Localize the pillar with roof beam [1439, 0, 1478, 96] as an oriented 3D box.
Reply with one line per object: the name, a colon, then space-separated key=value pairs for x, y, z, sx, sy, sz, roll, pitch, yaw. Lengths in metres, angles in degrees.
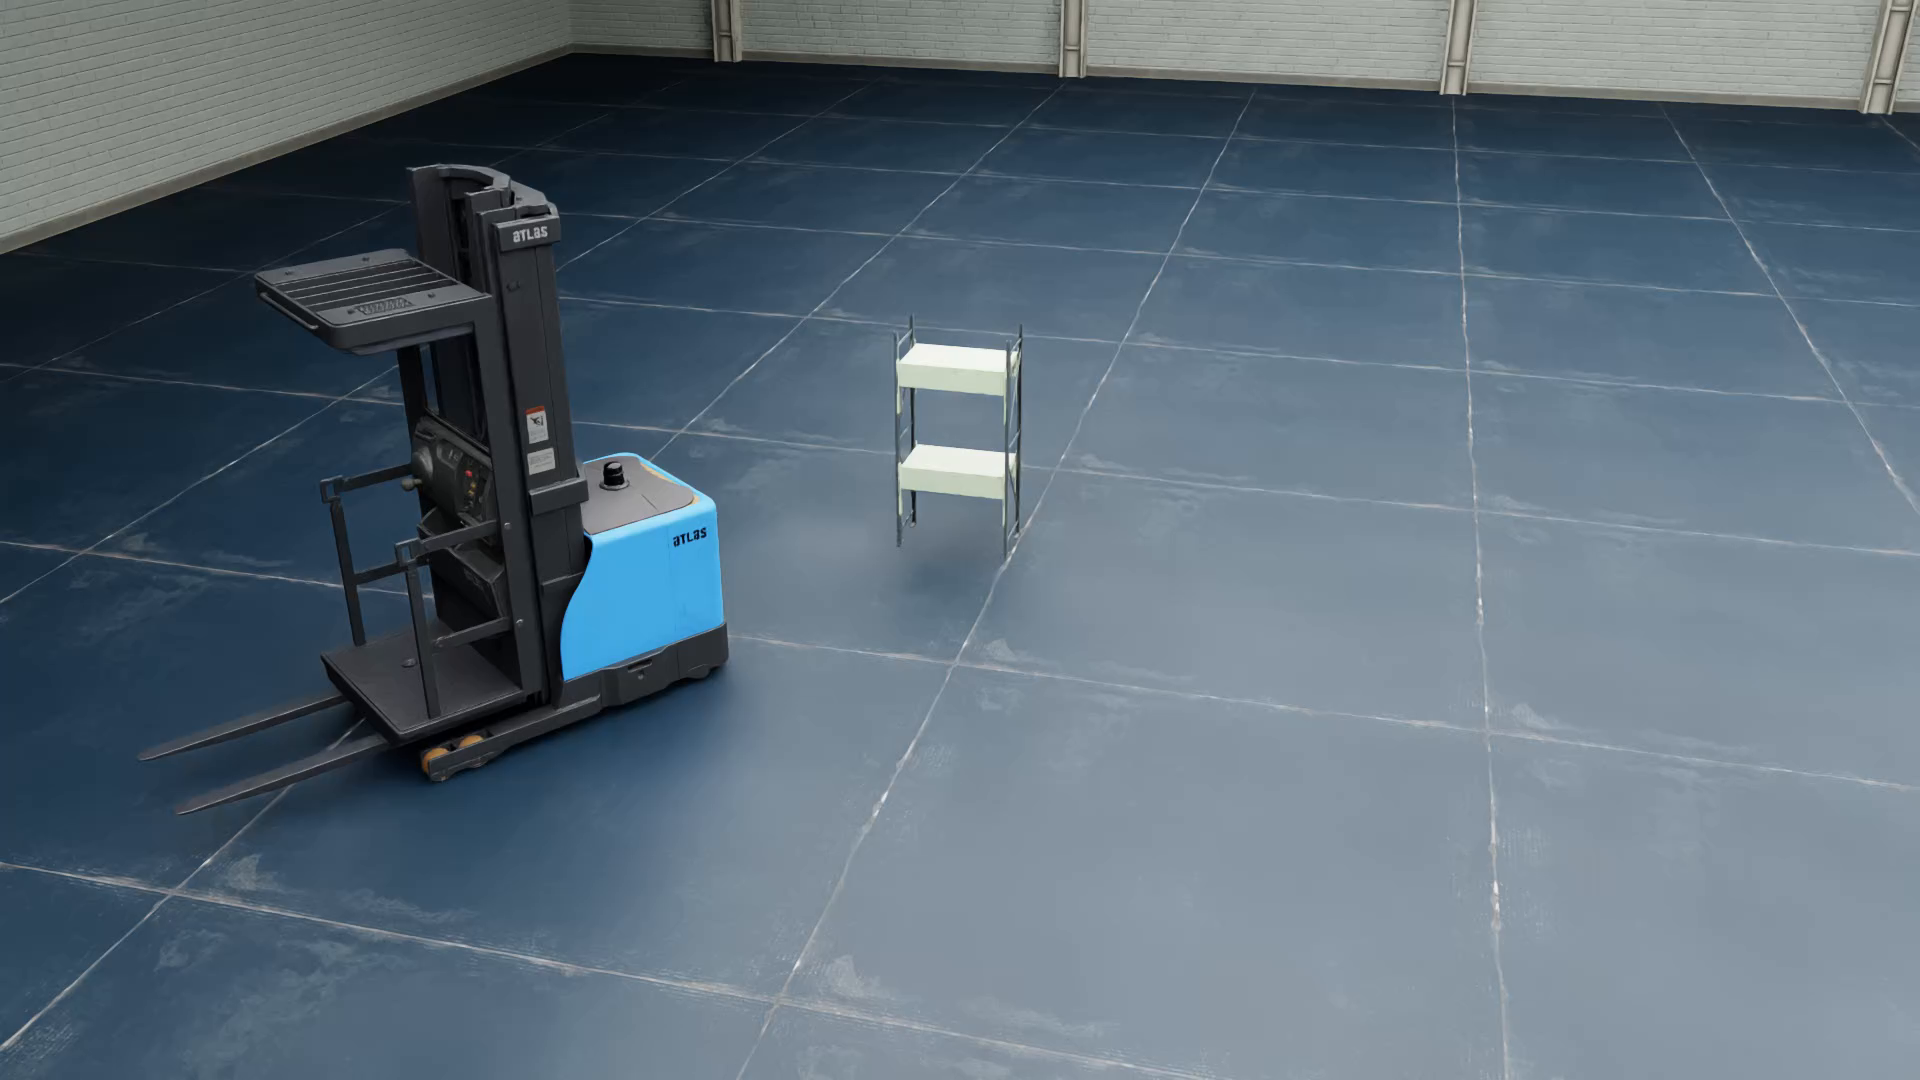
pillar with roof beam: x=6.579 y=-9.210 z=20.128 sx=0.400 sy=9.000 sz=9.100 roll=6 pitch=26 yaw=13

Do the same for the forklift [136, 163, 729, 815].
forklift: x=-2.800 y=-0.330 z=8.533 sx=3.031 sy=2.935 sz=1.130 roll=-20 pitch=32 yaw=-35

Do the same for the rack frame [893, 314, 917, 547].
rack frame: x=-0.361 y=-0.717 z=11.011 sx=0.023 sy=1.500 sz=0.400 roll=6 pitch=26 yaw=13

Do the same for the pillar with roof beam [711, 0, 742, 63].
pillar with roof beam: x=-5.043 y=-10.495 z=22.826 sx=0.400 sy=9.000 sz=9.100 roll=6 pitch=26 yaw=13

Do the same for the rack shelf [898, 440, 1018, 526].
rack shelf: x=-0.006 y=-0.384 z=11.069 sx=0.720 sy=0.370 sz=0.431 roll=6 pitch=26 yaw=13

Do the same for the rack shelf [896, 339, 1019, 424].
rack shelf: x=-0.006 y=-1.030 z=10.761 sx=0.720 sy=0.370 sz=0.431 roll=6 pitch=26 yaw=13

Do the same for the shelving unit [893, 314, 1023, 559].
shelving unit: x=-0.006 y=-0.678 z=10.929 sx=0.755 sy=1.500 sz=0.431 roll=6 pitch=26 yaw=13

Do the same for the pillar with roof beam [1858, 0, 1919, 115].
pillar with roof beam: x=12.390 y=-8.568 z=18.778 sx=0.400 sy=9.000 sz=9.100 roll=6 pitch=26 yaw=13

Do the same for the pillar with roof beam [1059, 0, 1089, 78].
pillar with roof beam: x=0.768 y=-9.853 z=21.477 sx=0.400 sy=9.000 sz=9.100 roll=6 pitch=26 yaw=13

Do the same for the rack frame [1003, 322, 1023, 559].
rack frame: x=0.348 y=-0.639 z=10.847 sx=0.023 sy=1.500 sz=0.400 roll=6 pitch=26 yaw=13
